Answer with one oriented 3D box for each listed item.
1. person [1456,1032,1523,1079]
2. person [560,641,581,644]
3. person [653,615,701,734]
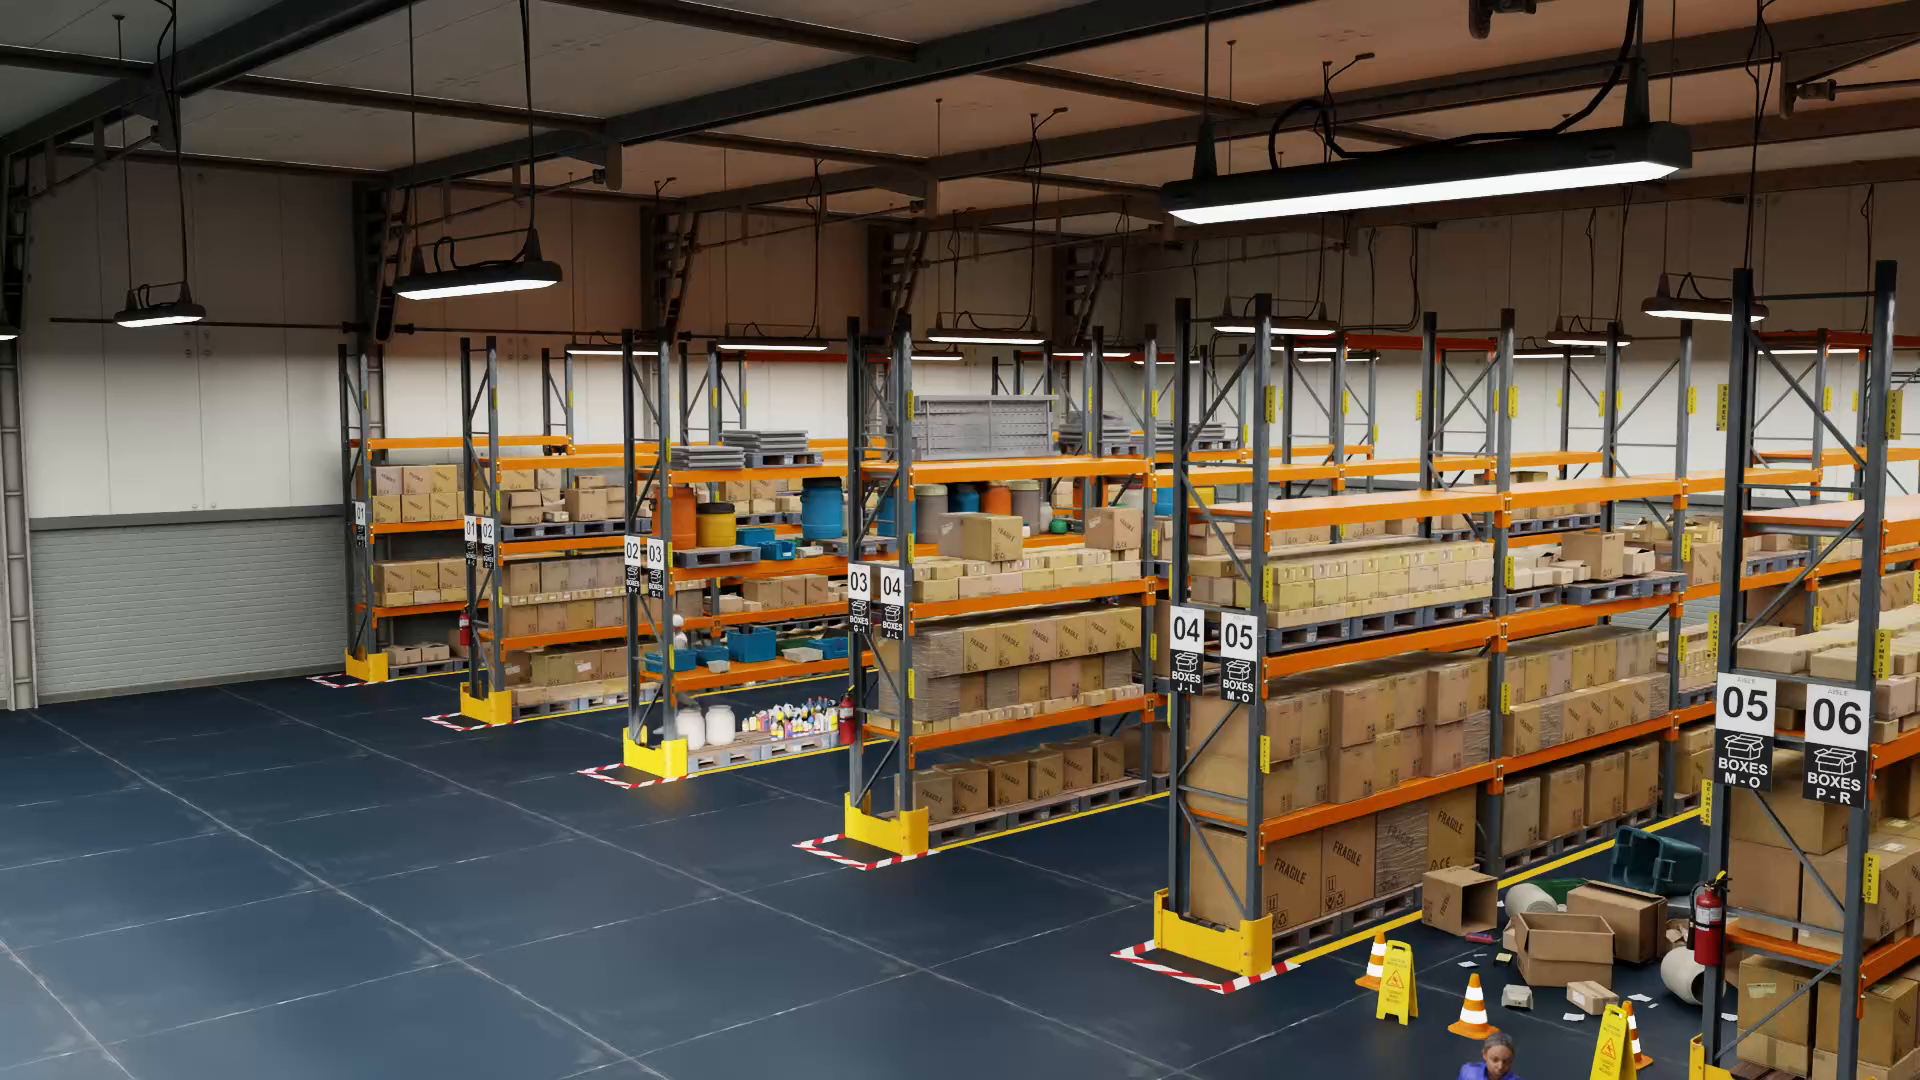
[{"bbox_3d":[3.033,3.513,9.533,0.646,1.595,0.663,3,6,31],"label":"person"},{"bbox_3d":[-6.965,1.656,29.687,0.615,1.799,0.820,2,6,24],"label":"person"},{"bbox_3d":[-4.274,1.990,25.044,0.759,1.768,0.709,-1,5,-16],"label":"person"}]
